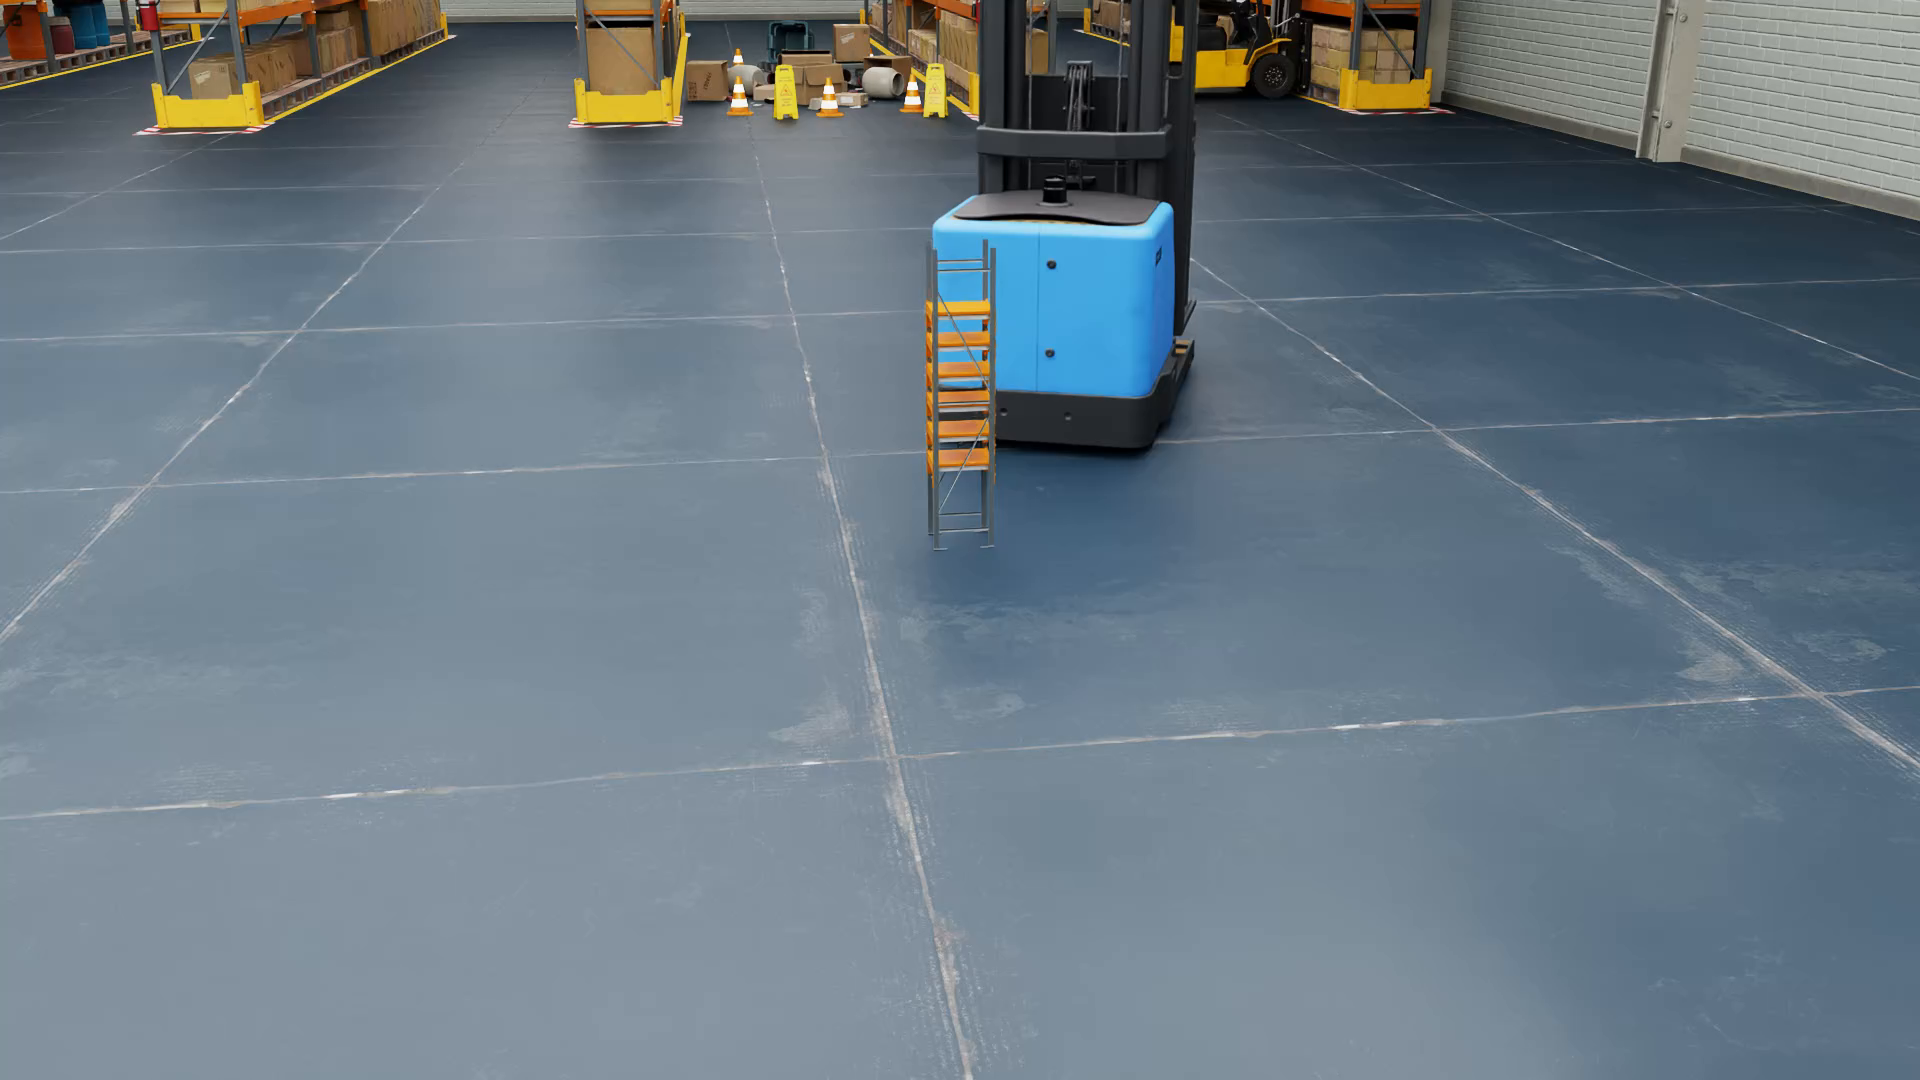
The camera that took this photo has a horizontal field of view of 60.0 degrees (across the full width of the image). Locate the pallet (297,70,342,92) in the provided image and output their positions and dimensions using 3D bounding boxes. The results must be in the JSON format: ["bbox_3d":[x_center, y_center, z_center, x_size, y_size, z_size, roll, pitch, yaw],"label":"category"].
[{"bbox_3d":[-9.771,-6.767,24.532,1.003,0.211,1.213,-3,21,-8],"label":"pallet"}]

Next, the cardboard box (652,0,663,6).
[{"bbox_3d":[-4.314,-7.220,21.545,0.875,0.550,0.550,-3,21,-8],"label":"cardboard box"}]

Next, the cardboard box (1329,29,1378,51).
[{"bbox_3d":[5.262,-6.691,22.244,0.500,0.250,0.500,-2,21,-6],"label":"cardboard box"}]

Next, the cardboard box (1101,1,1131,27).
[{"bbox_3d":[3.410,-11.221,35.445,0.700,0.500,0.500,-2,21,-6],"label":"cardboard box"}]

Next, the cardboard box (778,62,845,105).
[{"bbox_3d":[-2.033,-6.230,22.676,0.637,0.503,0.797,17,27,39],"label":"cardboard box"}]

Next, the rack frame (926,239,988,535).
[{"bbox_3d":[-0.011,-0.589,6.578,0.240,1.200,0.006,-3,21,-8],"label":"rack frame"}]

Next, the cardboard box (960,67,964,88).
[{"bbox_3d":[0.276,-6.273,22.555,0.500,0.250,0.500,-3,21,-8],"label":"cardboard box"}]

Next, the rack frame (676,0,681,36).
[{"bbox_3d":[-6.464,-12.174,35.023,1.000,3.000,0.127,-3,21,-8],"label":"rack frame"}]

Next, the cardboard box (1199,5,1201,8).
[{"bbox_3d":[4.557,-9.828,30.788,0.380,0.149,0.250,-3,21,-9],"label":"cardboard box"}]

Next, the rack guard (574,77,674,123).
[{"bbox_3d":[-4.154,-5.455,20.606,1.175,0.500,0.348,-3,21,-8],"label":"rack guard"}]

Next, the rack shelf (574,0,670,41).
[{"bbox_3d":[-4.446,-6.989,22.171,1.077,0.370,4.000,-3,21,-8],"label":"rack shelf"}]

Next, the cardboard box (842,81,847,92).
[{"bbox_3d":[-1.857,-6.632,24.094,0.396,0.266,0.258,17,27,39],"label":"cardboard box"}]

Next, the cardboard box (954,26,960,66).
[{"bbox_3d":[0.208,-6.798,22.889,0.500,0.500,0.500,-3,21,-9],"label":"cardboard box"}]

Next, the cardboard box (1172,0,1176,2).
[{"bbox_3d":[4.289,-10.451,32.455,0.380,0.149,0.250,-3,21,-8],"label":"cardboard box"}]

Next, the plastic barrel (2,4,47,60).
[{"bbox_3d":[-15.222,-8.287,27.119,0.600,0.830,0.708,-3,21,-8],"label":"plastic barrel"}]

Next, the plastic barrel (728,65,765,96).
[{"bbox_3d":[-3.053,-6.496,23.505,0.512,0.421,0.421,12,24,30],"label":"plastic barrel"}]

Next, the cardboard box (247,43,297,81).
[{"bbox_3d":[-9.639,-6.689,23.310,0.500,0.500,0.500,-4,21,-9],"label":"cardboard box"}]

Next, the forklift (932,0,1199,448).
[{"bbox_3d":[0.691,-2.276,8.622,1.130,2.935,3.031,5,21,12],"label":"forklift"}]

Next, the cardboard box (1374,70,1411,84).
[{"bbox_3d":[5.760,-6.259,22.516,0.500,0.250,0.500,-3,21,-8],"label":"cardboard box"}]

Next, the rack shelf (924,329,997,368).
[{"bbox_3d":[0.002,-0.740,6.424,0.258,0.103,0.180,-3,21,-8],"label":"rack shelf"}]

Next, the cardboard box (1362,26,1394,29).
[{"bbox_3d":[5.680,-6.896,22.793,0.500,0.250,0.500,-3,21,-8],"label":"cardboard box"}]

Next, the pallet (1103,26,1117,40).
[{"bbox_3d":[3.630,-10.680,35.009,1.003,0.211,1.213,-3,21,-8],"label":"pallet"}]

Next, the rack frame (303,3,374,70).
[{"bbox_3d":[-10.234,-9.189,27.031,1.000,3.000,0.127,-3,21,-8],"label":"rack frame"}]

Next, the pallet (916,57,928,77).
[{"bbox_3d":[-0.144,-7.690,27.004,1.003,0.211,1.213,-3,21,-8],"label":"pallet"}]

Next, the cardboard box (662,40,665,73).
[{"bbox_3d":[-4.913,-7.372,24.782,1.050,0.750,0.750,-3,21,-8],"label":"cardboard box"}]

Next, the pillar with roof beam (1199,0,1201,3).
[{"bbox_3d":[0.439,-14.205,31.887,9.100,9.000,0.400,-3,21,-8],"label":"pillar with roof beam"}]

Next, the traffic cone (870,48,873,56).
[{"bbox_3d":[-1.415,-7.474,26.065,0.336,0.463,0.334,-3,21,-8],"label":"traffic cone"}]

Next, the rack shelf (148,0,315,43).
[{"bbox_3d":[-9.369,-6.774,21.594,1.077,0.370,4.000,-3,21,-8],"label":"rack shelf"}]

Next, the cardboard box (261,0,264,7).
[{"bbox_3d":[-9.073,-6.844,21.113,0.380,0.149,0.250,-3,21,-8],"label":"cardboard box"}]

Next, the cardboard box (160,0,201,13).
[{"bbox_3d":[-9.326,-6.389,19.895,0.380,0.149,0.250,-3,21,-8],"label":"cardboard box"}]

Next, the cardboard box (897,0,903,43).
[{"bbox_3d":[-0.697,-9.752,30.975,0.875,0.875,0.875,-2,21,-6],"label":"cardboard box"}]

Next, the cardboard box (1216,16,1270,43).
[{"bbox_3d":[4.760,-8.349,27.576,0.875,0.625,0.625,-4,21,-10],"label":"cardboard box"}]

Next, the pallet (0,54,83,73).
[{"bbox_3d":[-15.290,-7.903,27.575,1.003,0.211,1.213,-3,21,-8],"label":"pallet"}]

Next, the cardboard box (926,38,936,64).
[{"bbox_3d":[-0.036,-7.699,26.199,0.950,0.372,0.625,-2,21,-4],"label":"cardboard box"}]

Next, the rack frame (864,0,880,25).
[{"bbox_3d":[-1.581,-12.458,35.785,1.000,3.000,0.127,-3,21,-8],"label":"rack frame"}]

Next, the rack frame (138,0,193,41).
[{"bbox_3d":[-16.288,-11.709,33.778,1.000,3.000,0.127,-3,21,-8],"label":"rack frame"}]

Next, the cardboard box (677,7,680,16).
[{"bbox_3d":[-5.926,-10.787,33.934,0.380,0.149,0.250,-2,21,-6],"label":"cardboard box"}]

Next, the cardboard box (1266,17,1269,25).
[{"bbox_3d":[4.820,-7.749,25.076,0.500,0.250,0.500,-3,21,-9],"label":"cardboard box"}]

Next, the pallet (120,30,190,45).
[{"bbox_3d":[-16.208,-10.115,33.496,1.003,0.211,1.213,-3,21,-8],"label":"pallet"}]

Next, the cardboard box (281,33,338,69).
[{"bbox_3d":[-9.856,-7.412,25.218,0.700,0.500,0.500,-5,21,-12],"label":"cardboard box"}]

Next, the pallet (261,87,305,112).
[{"bbox_3d":[-9.346,-5.843,22.059,1.003,0.211,1.213,-3,21,-8],"label":"pallet"}]

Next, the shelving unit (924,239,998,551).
[{"bbox_3d":[0.002,-0.557,6.493,0.258,1.200,0.189,-3,21,-8],"label":"shelving unit"}]

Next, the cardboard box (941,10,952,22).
[{"bbox_3d":[-0.074,-7.603,24.116,0.380,0.149,0.250,-3,21,-7],"label":"cardboard box"}]

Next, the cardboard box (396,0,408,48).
[{"bbox_3d":[-10.569,-9.245,29.618,1.225,0.875,0.875,-4,21,-10],"label":"cardboard box"}]

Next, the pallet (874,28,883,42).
[{"bbox_3d":[-1.215,-10.457,34.414,1.003,0.211,1.213,-3,21,-8],"label":"pallet"}]
